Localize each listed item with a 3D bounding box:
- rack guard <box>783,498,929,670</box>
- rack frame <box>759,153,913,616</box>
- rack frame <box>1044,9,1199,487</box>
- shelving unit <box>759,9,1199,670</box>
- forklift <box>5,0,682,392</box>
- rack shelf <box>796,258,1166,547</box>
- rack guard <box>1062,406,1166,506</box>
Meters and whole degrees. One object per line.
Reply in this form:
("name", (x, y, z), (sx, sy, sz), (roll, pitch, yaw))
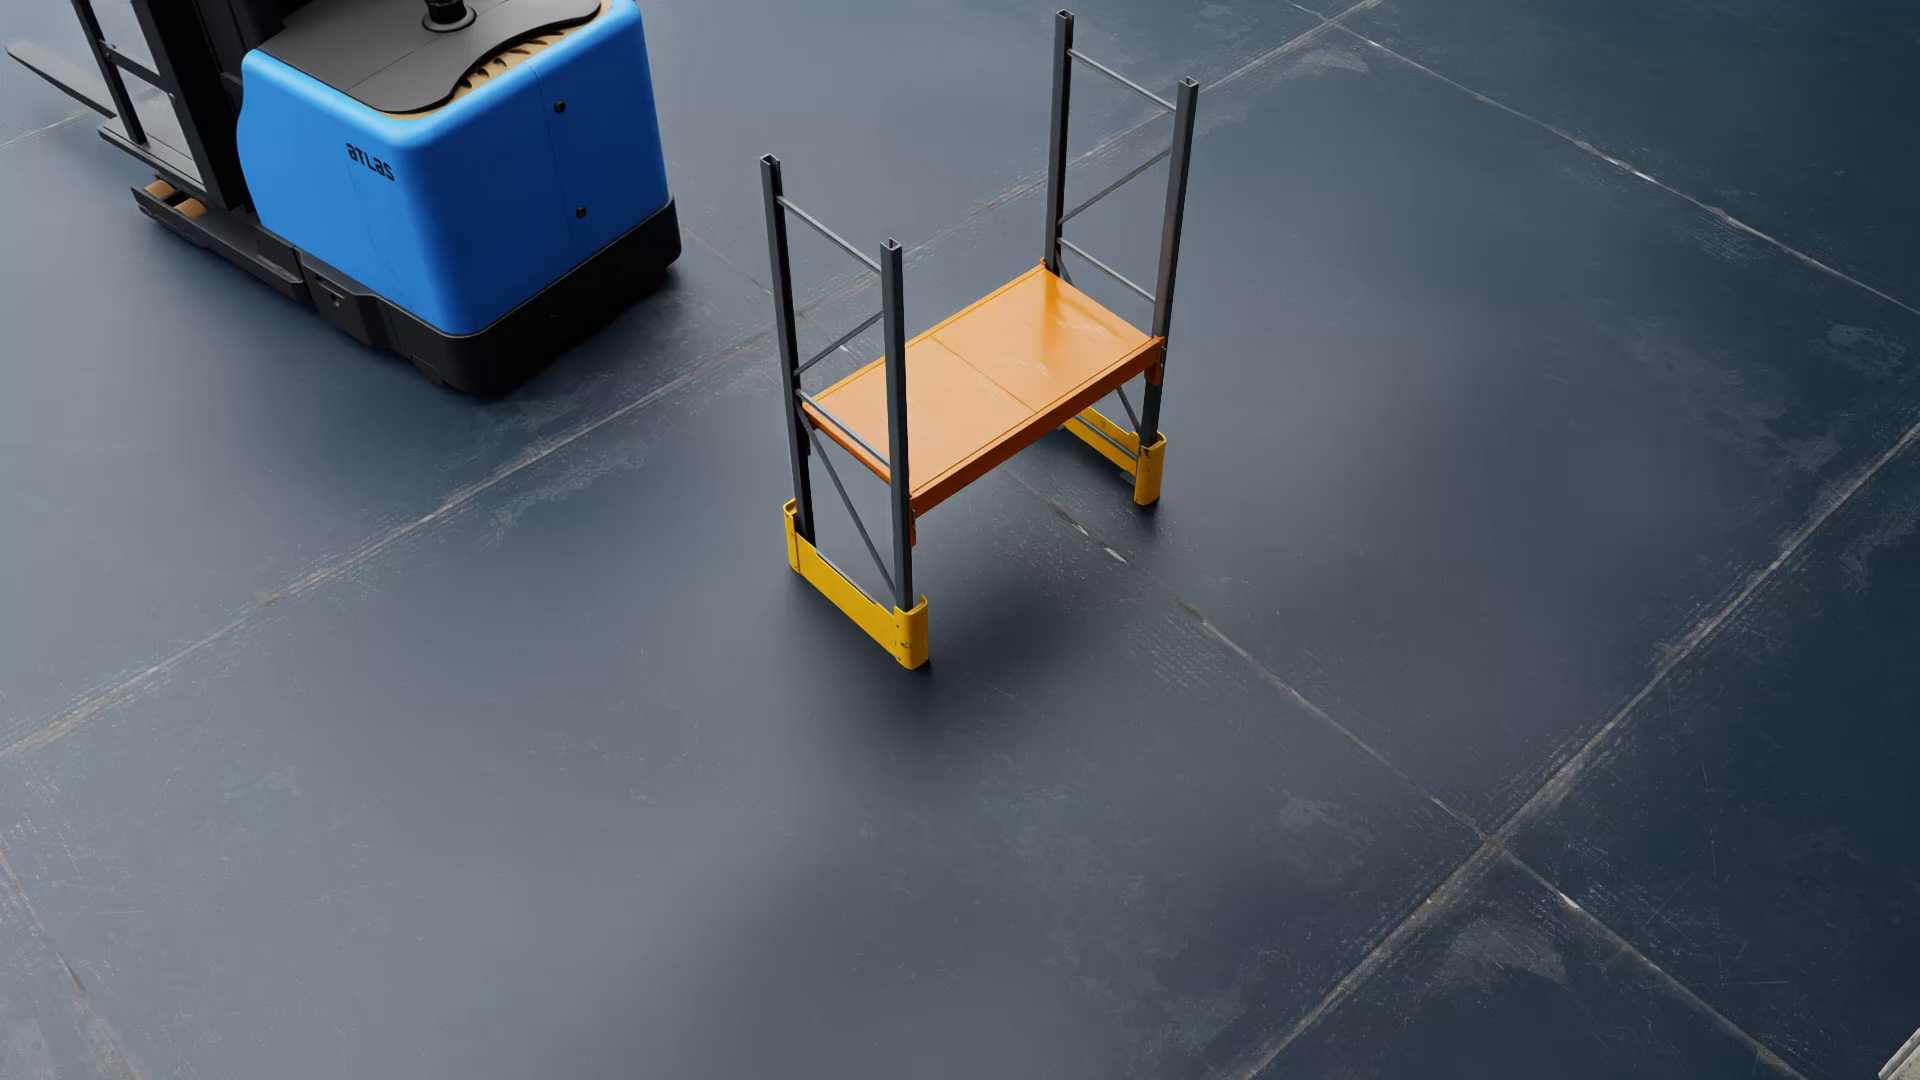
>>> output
("rack guard", (-0.312, 0.124, 4.966), (0.087, 0.250, 0.587), (-34, 56, -27))
("rack frame", (-0.313, -0.299, 4.506), (0.032, 1.500, 0.500), (-34, 56, -27))
("rack frame", (0.439, -0.802, 4.970), (0.032, 1.500, 0.500), (-34, 56, -27))
("shelving unit", (0.056, -0.546, 4.734), (1.083, 1.500, 0.587), (-34, 56, -27))
("forklift", (-2.508, -2.391, 5.462), (3.031, 2.935, 1.130), (29, 54, 24))
("rack shelf", (0.063, -0.429, 4.870), (1.000, 0.185, 0.538), (-34, 56, -27))
("rack guard", (0.425, -0.369, 5.420), (0.087, 0.250, 0.587), (-34, 56, -27))
